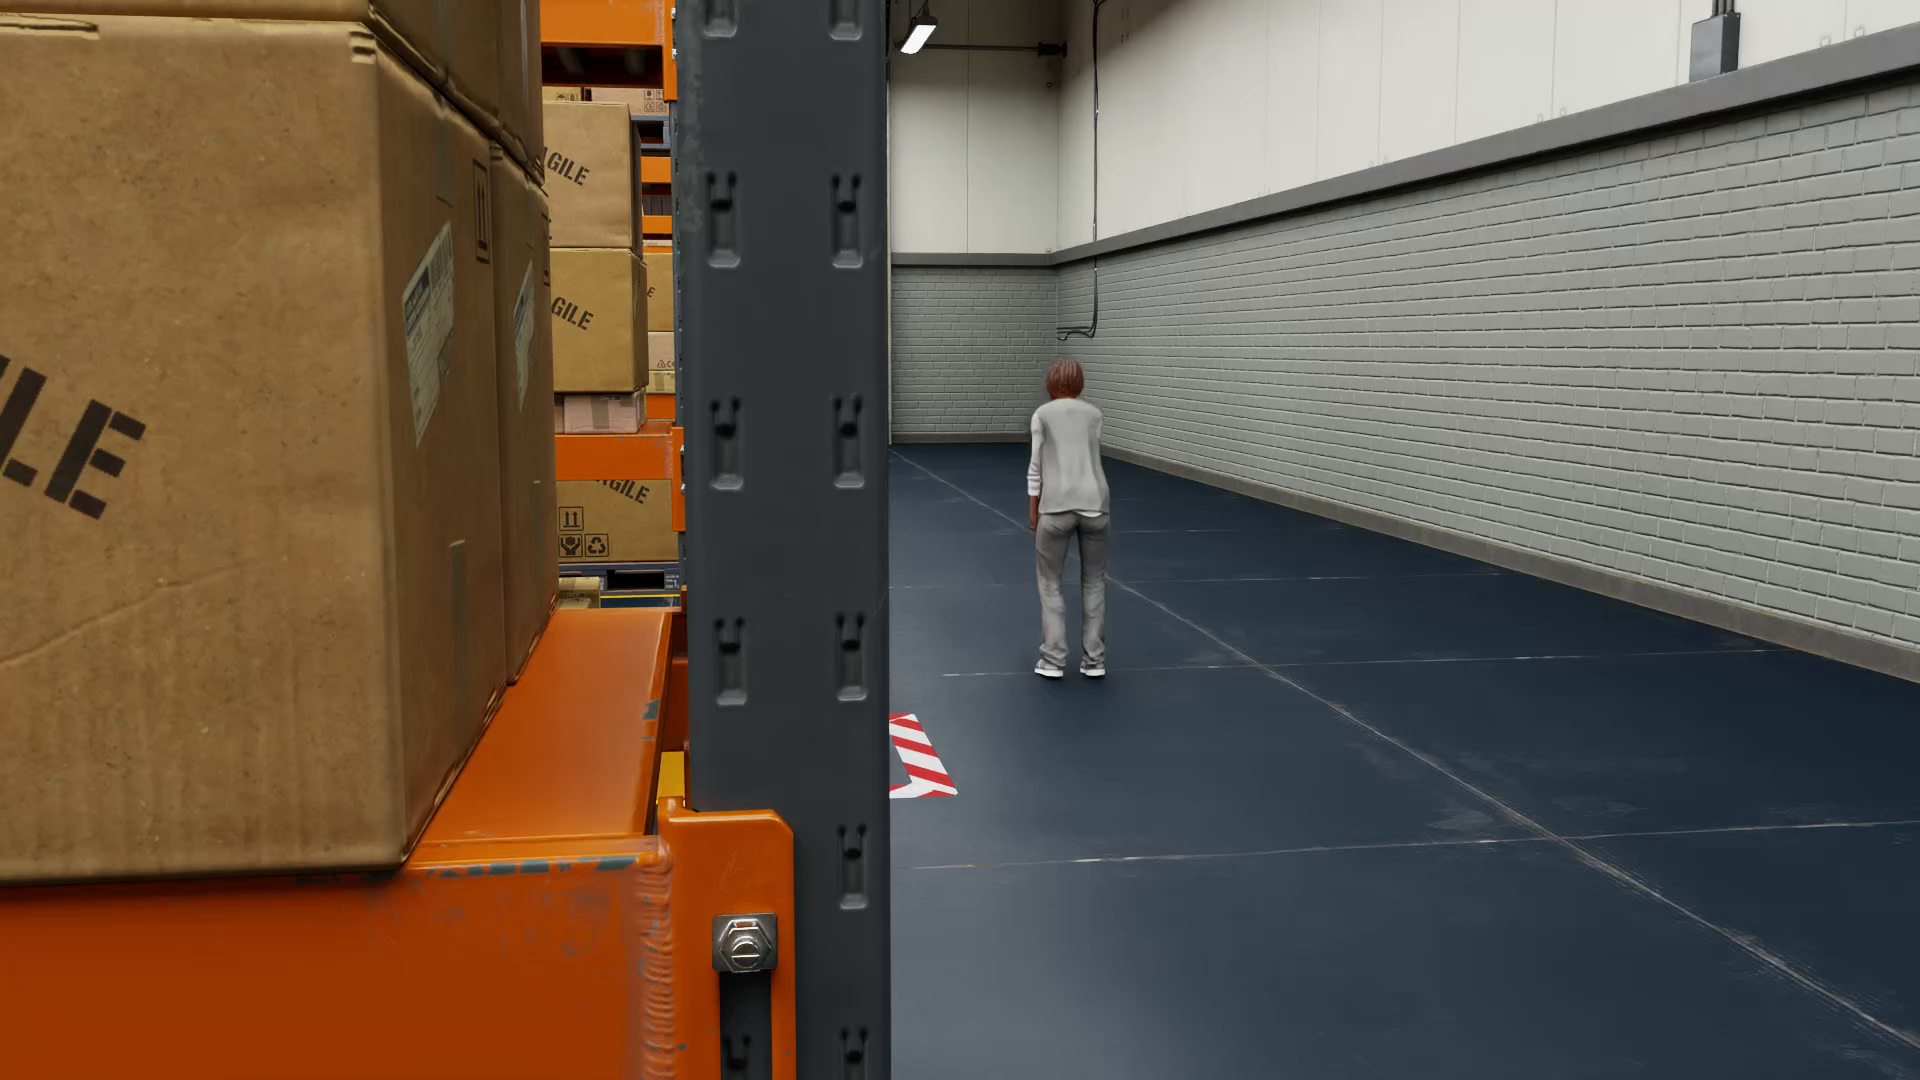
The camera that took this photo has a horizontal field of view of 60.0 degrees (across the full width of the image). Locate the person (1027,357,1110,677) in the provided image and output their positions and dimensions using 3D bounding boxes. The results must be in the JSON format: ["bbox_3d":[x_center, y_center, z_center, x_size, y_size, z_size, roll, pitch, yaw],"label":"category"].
[{"bbox_3d":[0.532,-0.108,8.171,0.371,1.550,0.533,-1,7,-10],"label":"person"}]
